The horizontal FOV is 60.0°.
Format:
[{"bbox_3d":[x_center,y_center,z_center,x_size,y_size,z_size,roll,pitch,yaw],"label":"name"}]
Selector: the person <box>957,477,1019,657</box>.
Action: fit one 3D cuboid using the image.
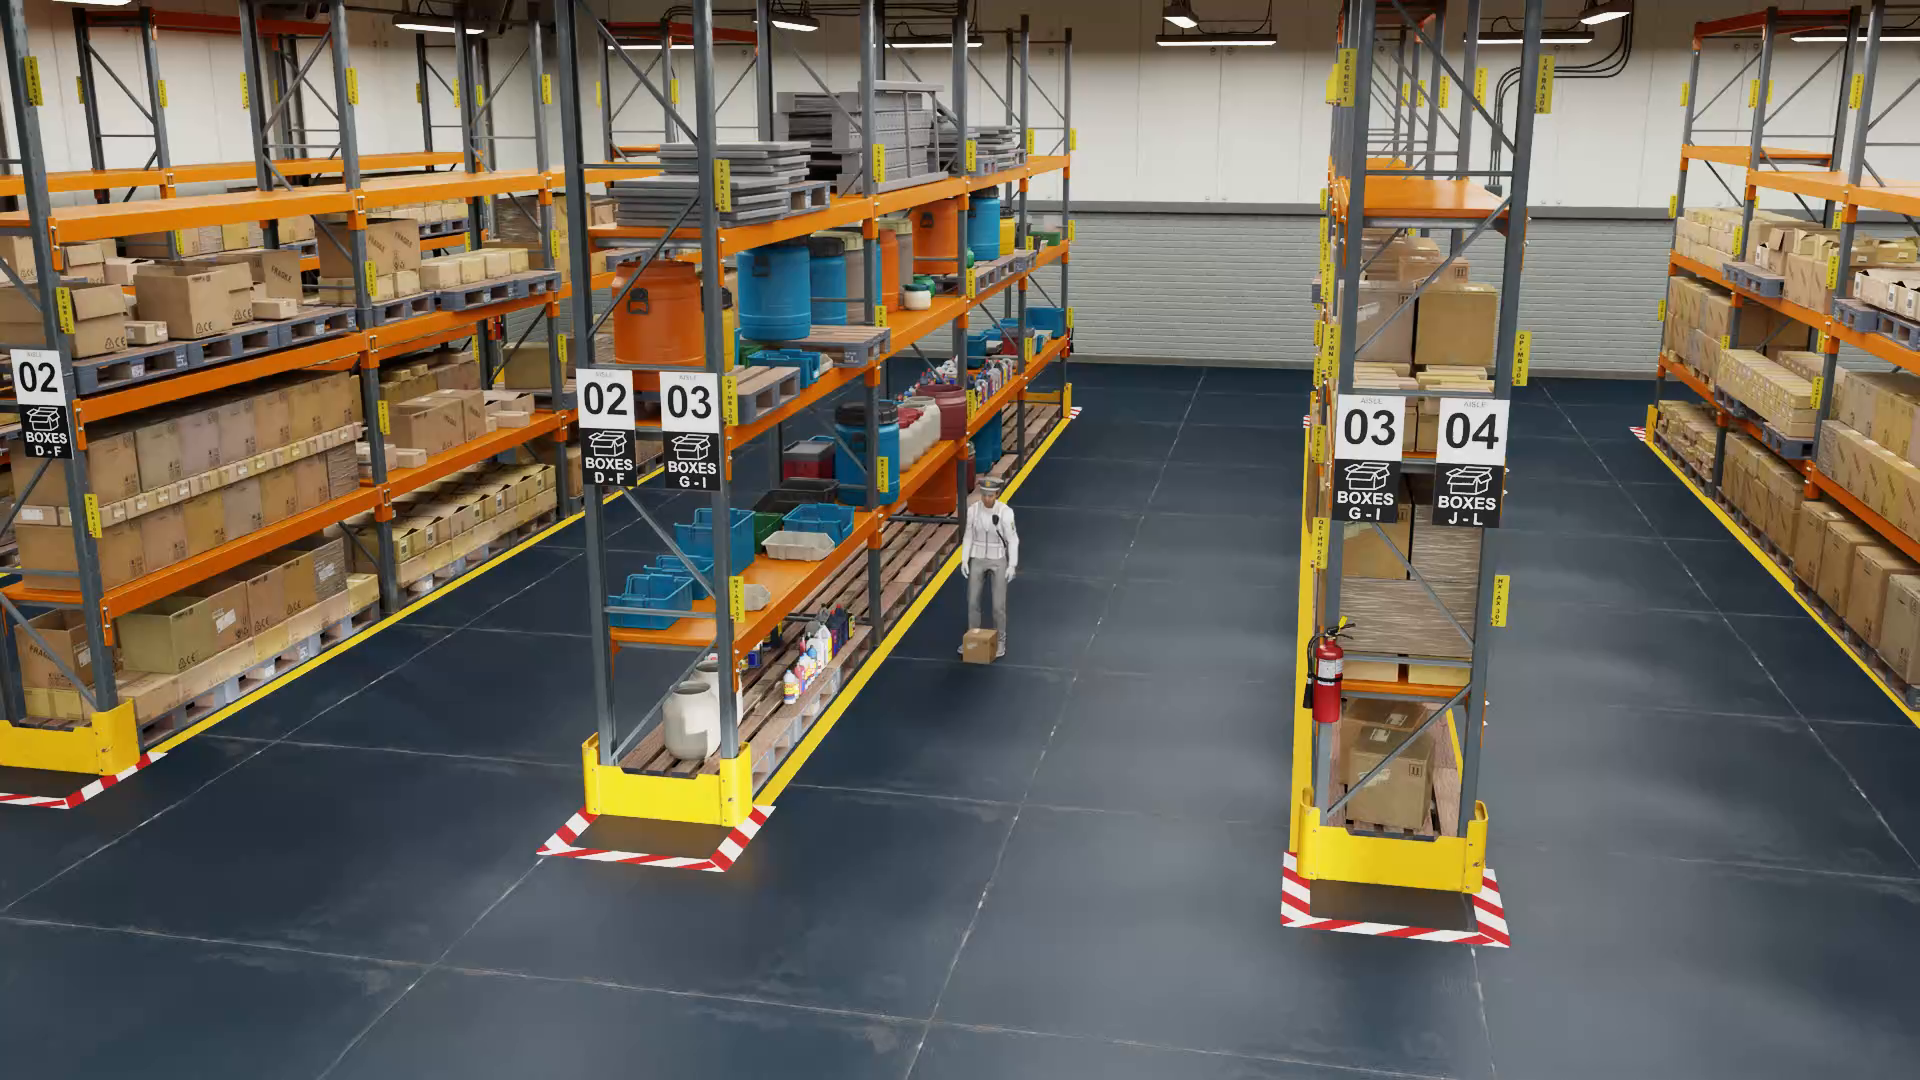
[{"bbox_3d":[0.263,0.225,15.156,0.535,1.662,0.374,4,15,17],"label":"person"}]
